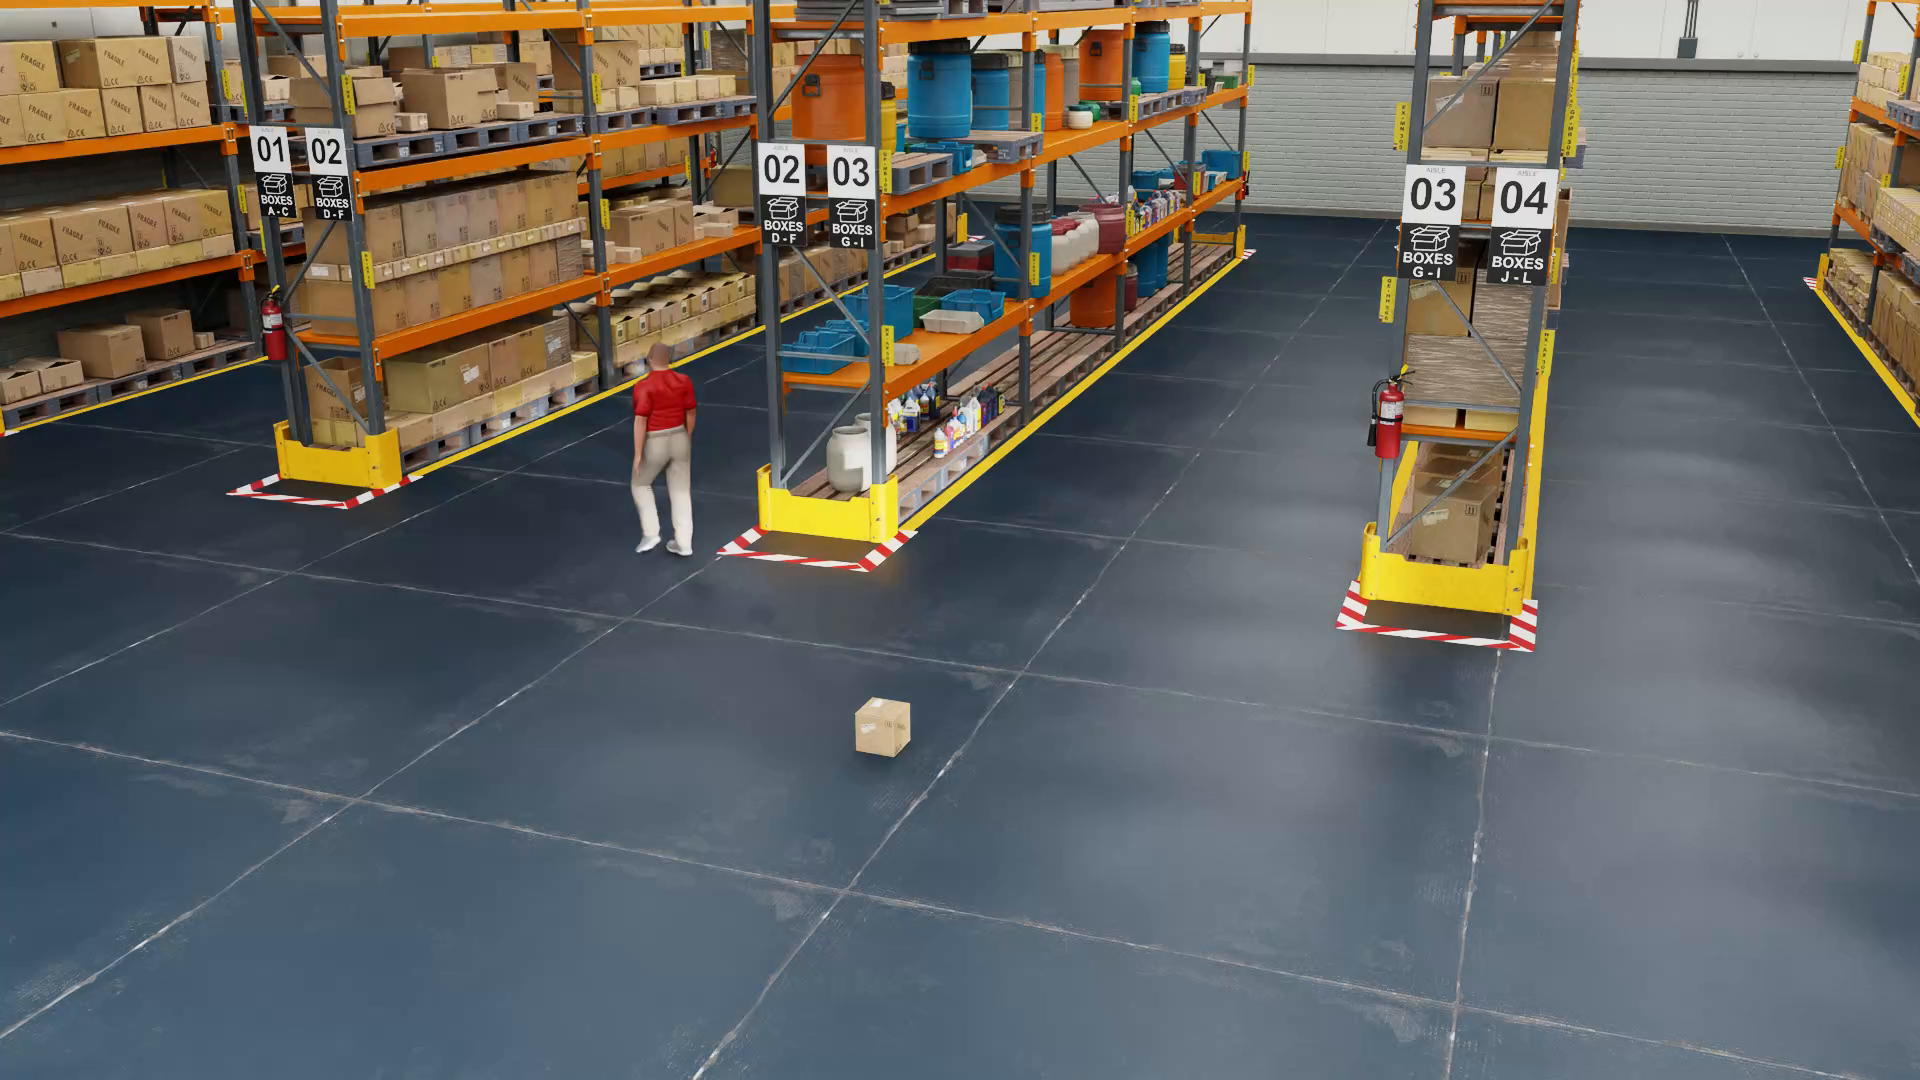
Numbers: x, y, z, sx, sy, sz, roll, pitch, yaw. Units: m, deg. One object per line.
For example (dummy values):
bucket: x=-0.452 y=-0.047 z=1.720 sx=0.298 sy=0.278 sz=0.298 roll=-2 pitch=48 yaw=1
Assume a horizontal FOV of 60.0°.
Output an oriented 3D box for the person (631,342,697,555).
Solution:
person: x=-2.365 y=-0.691 z=13.226 sx=0.589 sy=1.807 sz=0.566 roll=-11 pitch=21 yaw=-30
